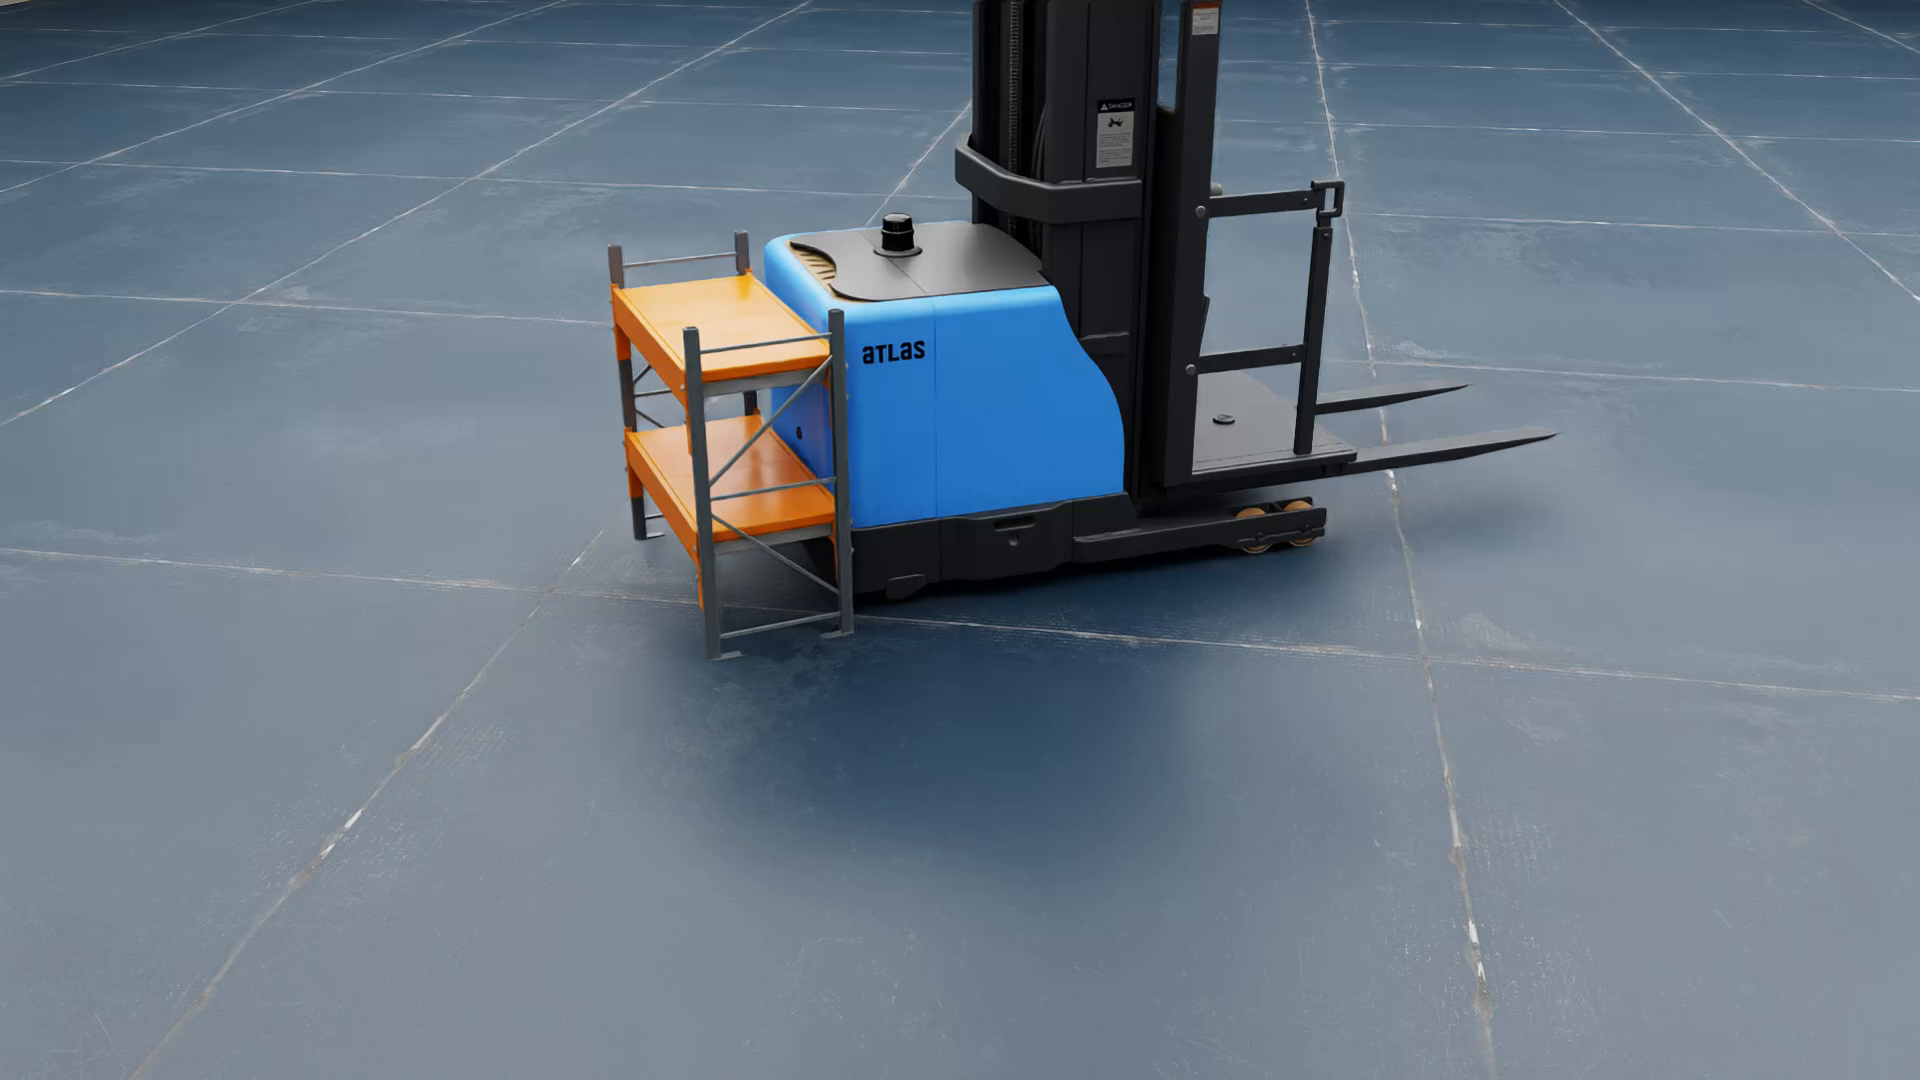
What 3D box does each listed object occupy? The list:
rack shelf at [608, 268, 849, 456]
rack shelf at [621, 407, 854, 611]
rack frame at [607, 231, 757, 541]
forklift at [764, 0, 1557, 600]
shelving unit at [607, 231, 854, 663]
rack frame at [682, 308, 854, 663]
[{"bbox_3d":[-0.793,-0.622,5.561,0.538,0.278,1.000,-10,27,-21],"label":"rack shelf"},{"bbox_3d":[-0.793,-0.135,5.788,0.538,0.278,1.000,-10,27,-21],"label":"rack shelf"},{"bbox_3d":[-0.994,-0.554,6.107,0.500,1.125,0.032,-10,27,-21],"label":"rack frame"},{"bbox_3d":[0.842,-1.480,5.955,3.031,2.935,1.130,-8,26,-17],"label":"forklift"},{"bbox_3d":[-0.793,-0.356,5.685,0.538,1.125,1.048,-10,27,-21],"label":"shelving unit"},{"bbox_3d":[-0.591,-0.159,5.262,0.500,1.125,0.032,-10,27,-21],"label":"rack frame"}]
